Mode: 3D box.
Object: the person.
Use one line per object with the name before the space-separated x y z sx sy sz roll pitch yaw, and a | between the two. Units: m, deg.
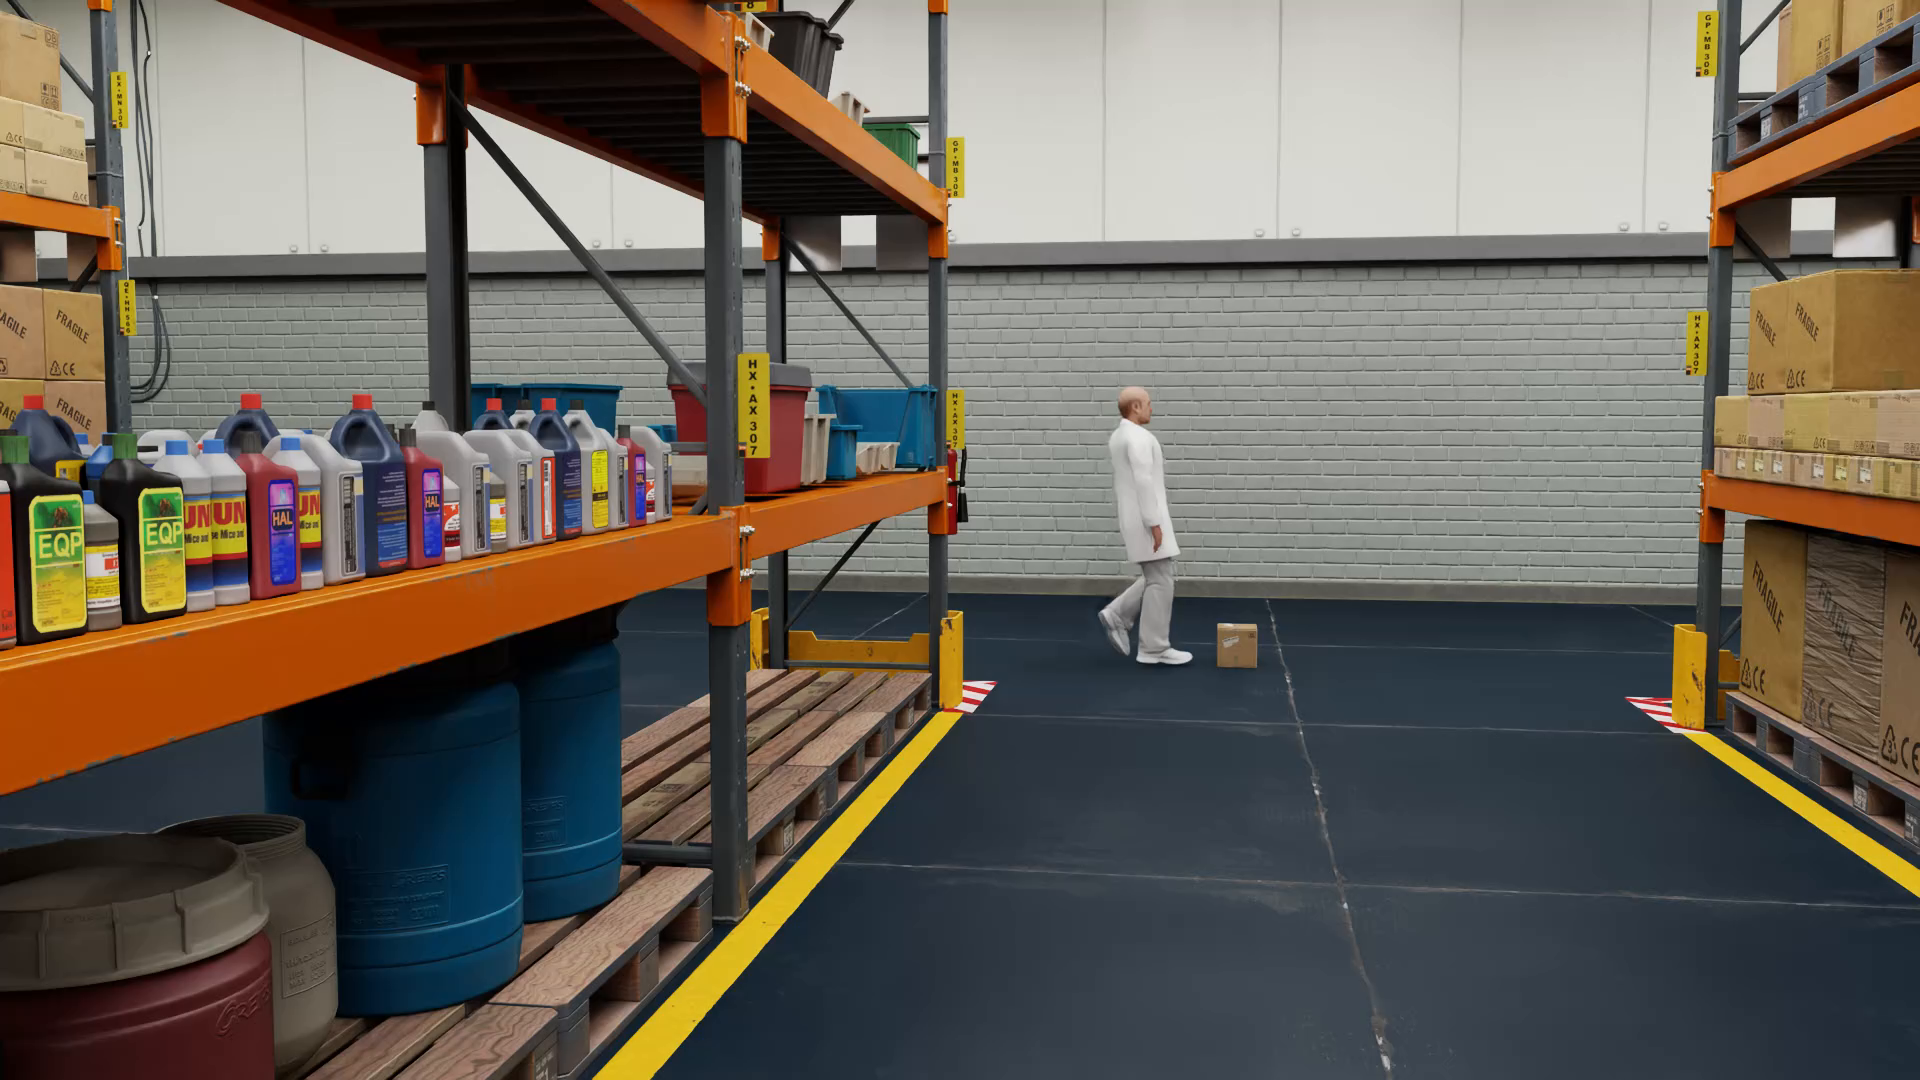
person | 1.190 -0.096 10.679 0.578 1.775 0.606 -1 4 -11
